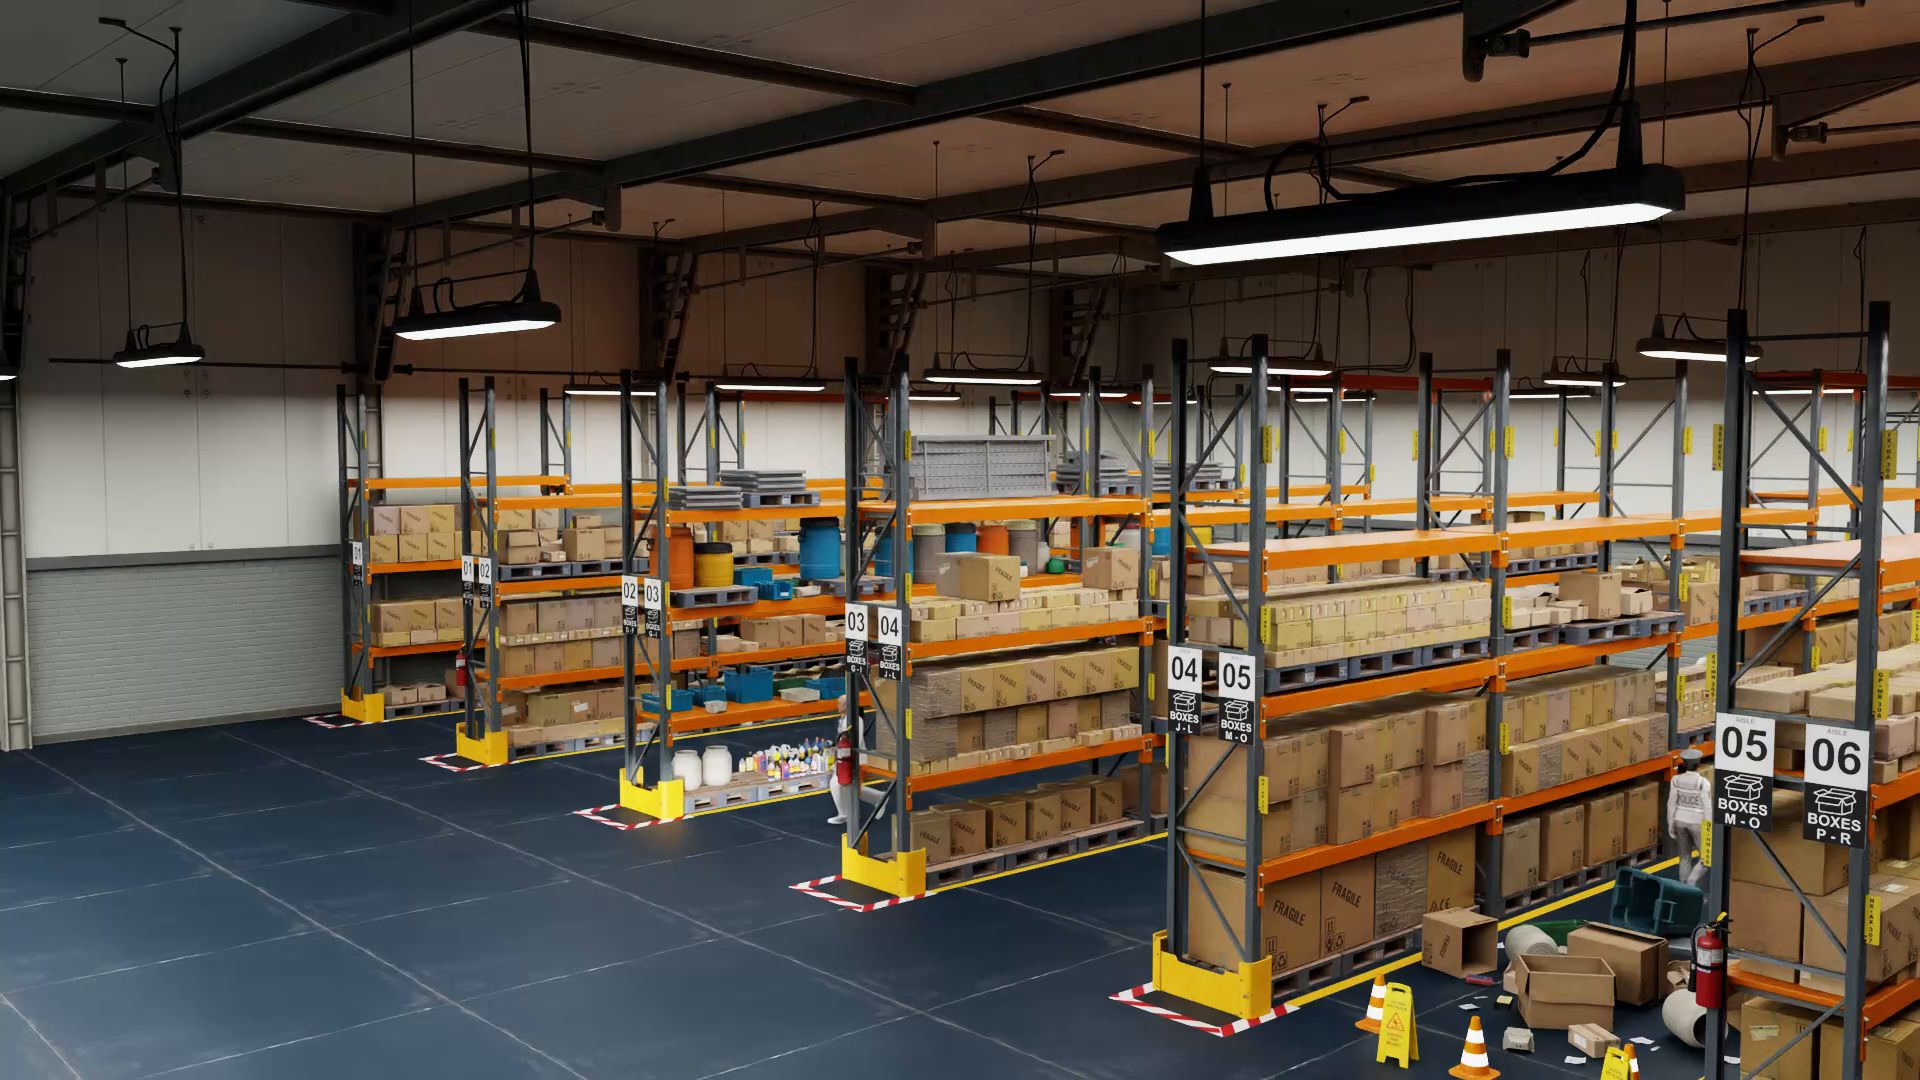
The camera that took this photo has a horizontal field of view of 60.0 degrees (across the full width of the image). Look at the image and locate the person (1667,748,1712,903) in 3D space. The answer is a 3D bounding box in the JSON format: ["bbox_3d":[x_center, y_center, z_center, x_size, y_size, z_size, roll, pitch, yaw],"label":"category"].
[{"bbox_3d":[7.988,3.138,18.215,0.516,1.674,0.512,-3,5,-41],"label":"person"}]

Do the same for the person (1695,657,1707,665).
[{"bbox_3d":[11.273,2.630,25.290,1.073,1.704,0.685,-3,5,-38],"label":"person"}]

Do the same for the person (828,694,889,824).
[{"bbox_3d":[-1.377,2.880,22.039,0.848,1.692,0.620,-2,4,-28],"label":"person"}]
